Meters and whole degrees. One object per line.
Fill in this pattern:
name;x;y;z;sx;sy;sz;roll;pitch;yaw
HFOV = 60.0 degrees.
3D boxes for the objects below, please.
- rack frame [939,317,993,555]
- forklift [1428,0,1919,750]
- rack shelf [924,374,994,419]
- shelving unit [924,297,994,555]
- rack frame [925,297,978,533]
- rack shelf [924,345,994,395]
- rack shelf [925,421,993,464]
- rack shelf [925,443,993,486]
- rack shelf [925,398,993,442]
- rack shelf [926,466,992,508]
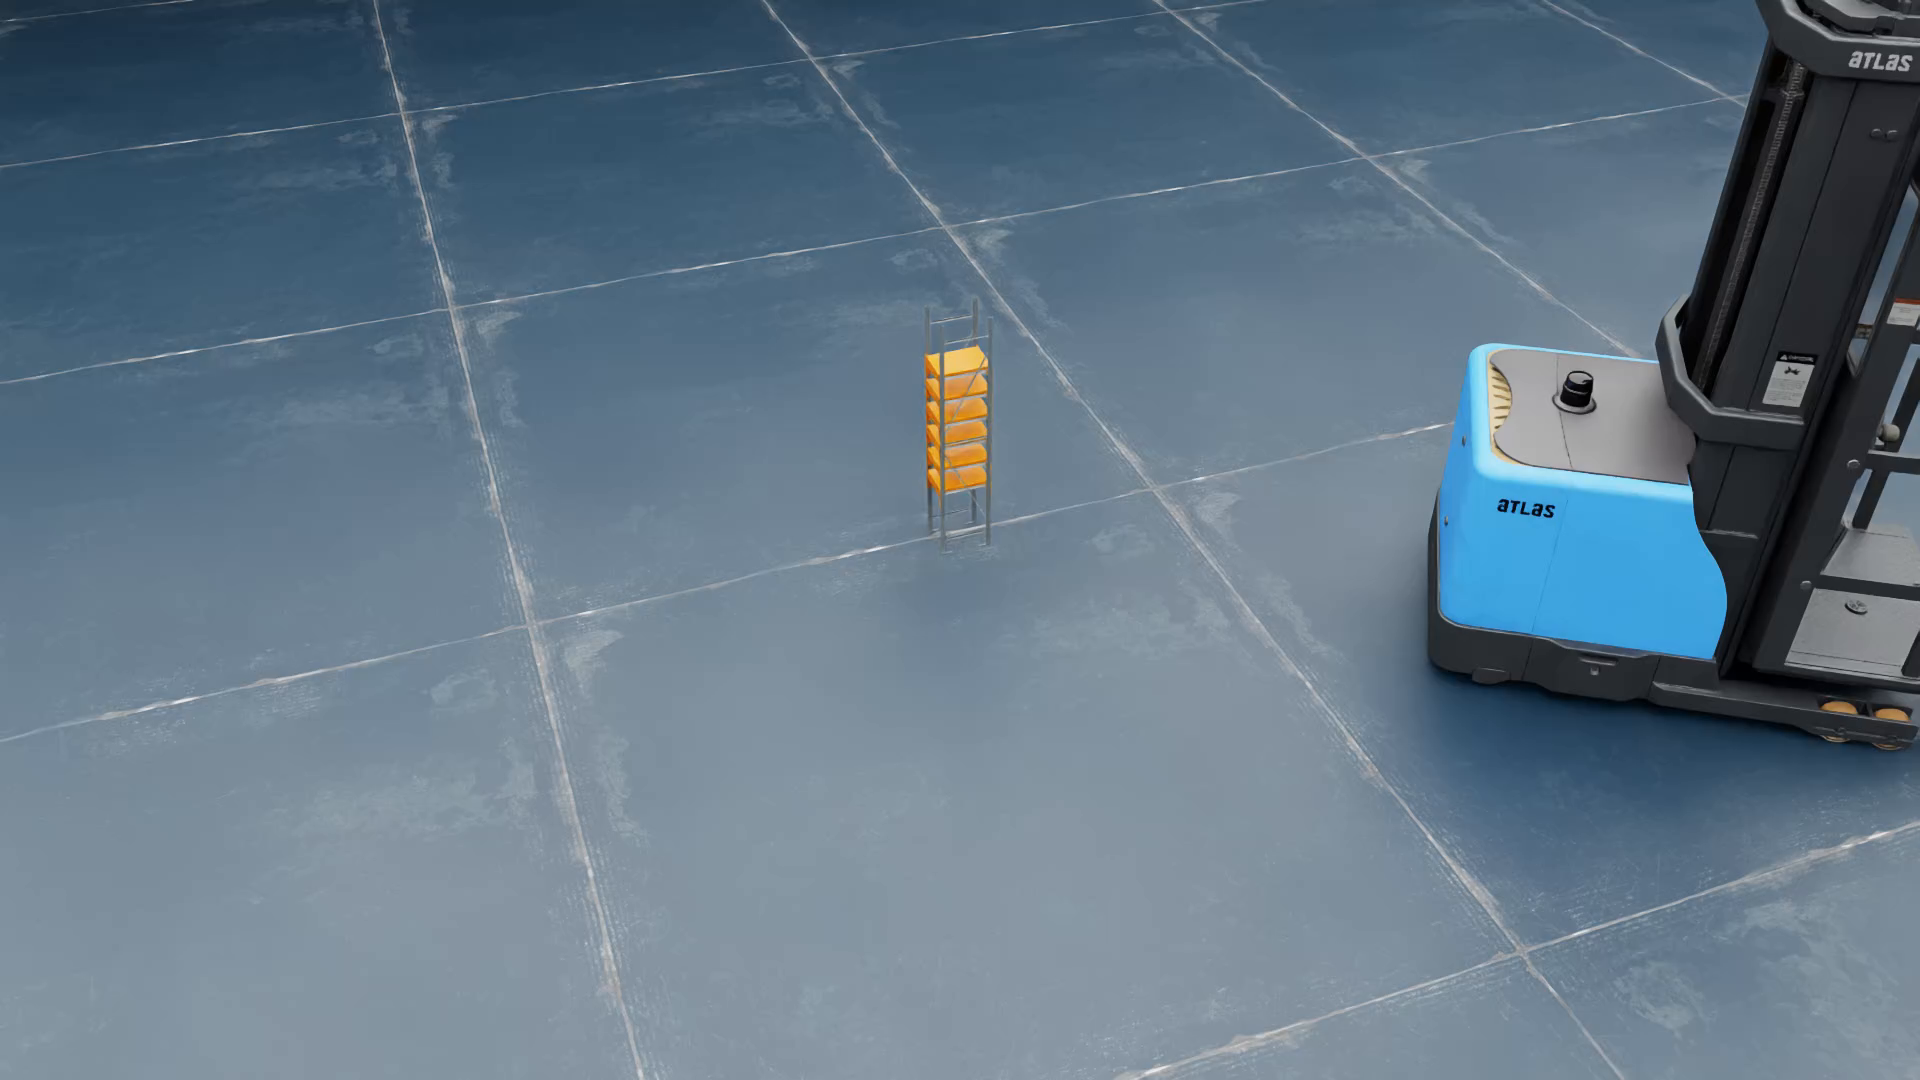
rack frame;0.027;-0.436;7.331;0.240;1.200;0.006;-12;39;-16
forklift;3.540;-0.686;6.225;3.031;2.935;1.130;8;38;10
rack shelf;-0.005;-0.644;7.282;0.258;0.103;0.180;-12;39;-16
shelving unit;-0.005;-0.487;7.400;0.258;1.200;0.189;-12;39;-16
rack frame;-0.036;-0.539;7.468;0.240;1.200;0.006;-12;39;-16
rack shelf;-0.005;-0.739;7.210;0.258;0.103;0.180;-12;39;-16
rack shelf;-0.005;-0.452;7.427;0.258;0.103;0.180;-12;39;-16
rack shelf;-0.005;-0.356;7.499;0.258;0.103;0.180;-12;39;-16
rack shelf;-0.005;-0.548;7.354;0.258;0.103;0.180;-12;39;-16
rack shelf;-0.005;-0.260;7.571;0.258;0.103;0.180;-12;39;-16
